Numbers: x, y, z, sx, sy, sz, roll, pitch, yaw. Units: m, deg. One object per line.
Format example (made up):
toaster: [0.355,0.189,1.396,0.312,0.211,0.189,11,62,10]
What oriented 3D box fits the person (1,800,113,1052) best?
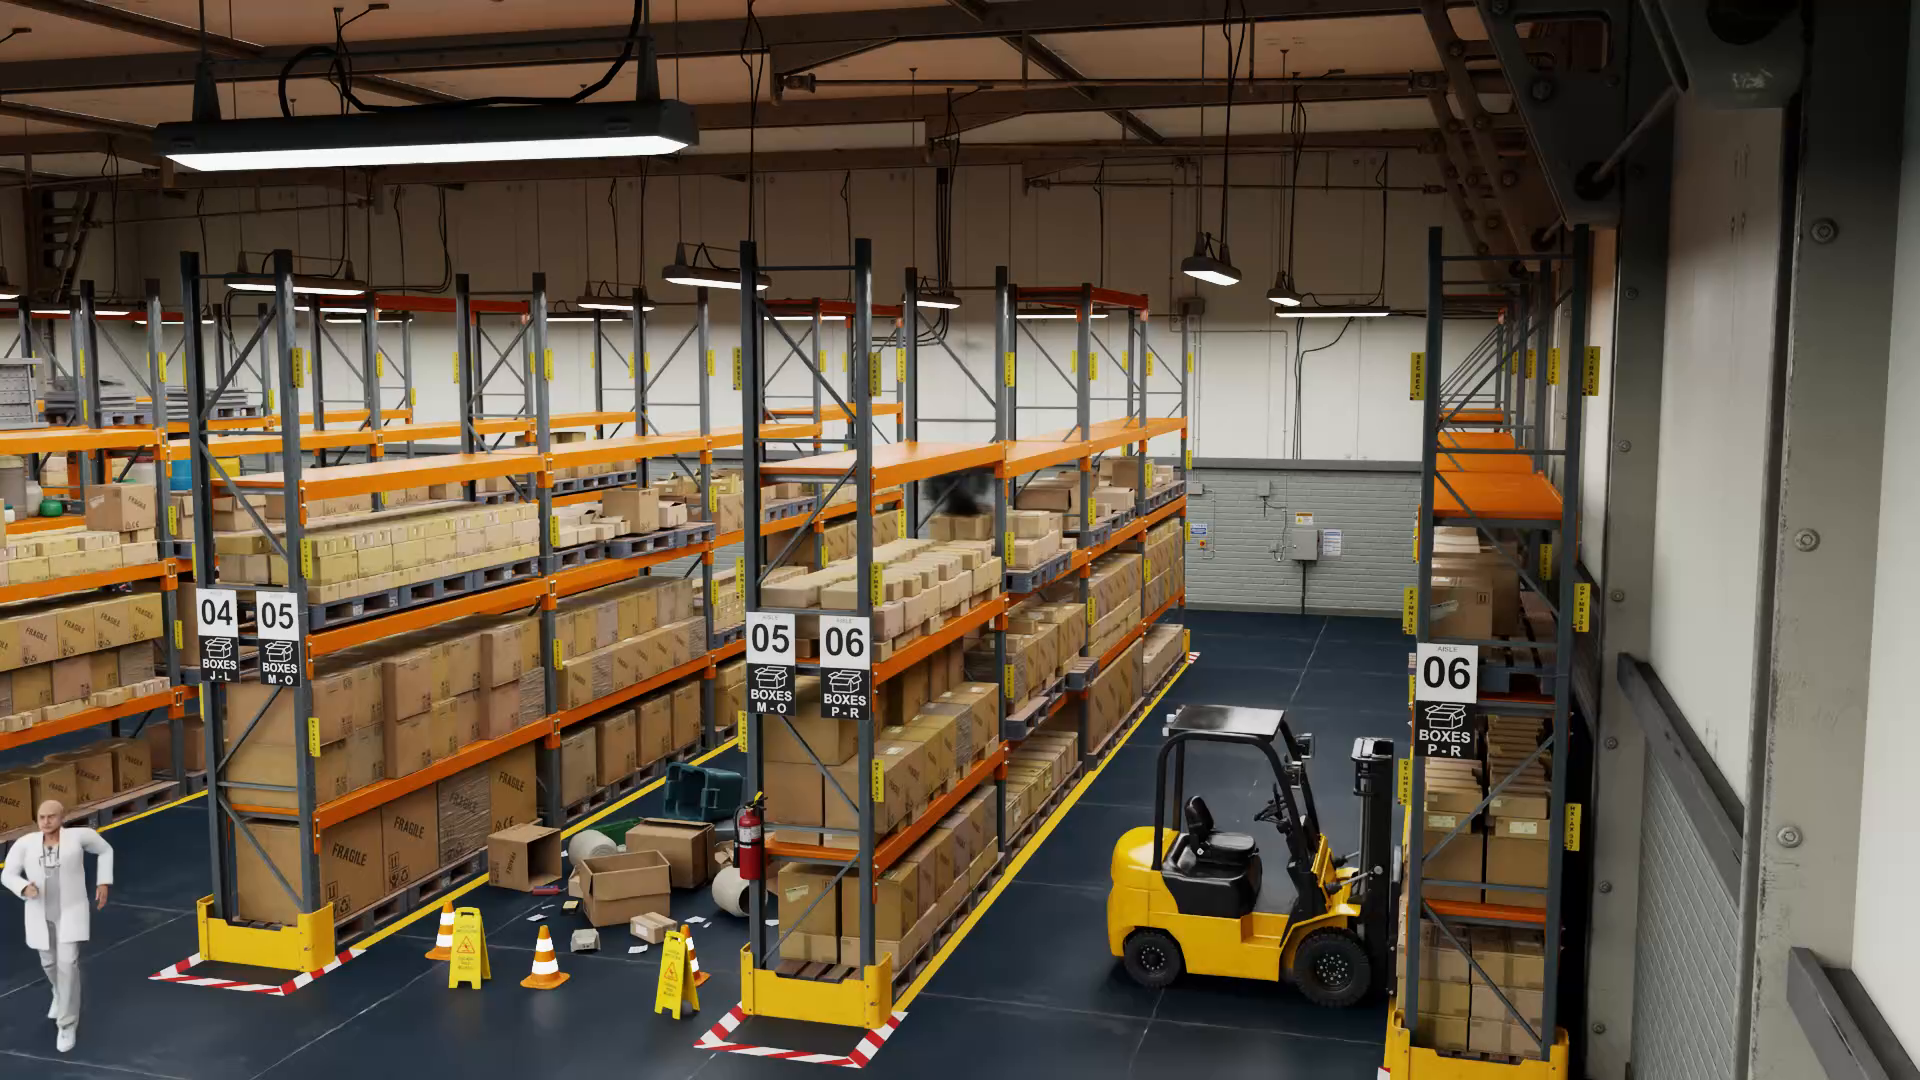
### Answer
person: [-6.872,2.869,12.676,0.714,1.840,0.897,-2,7,-15]
